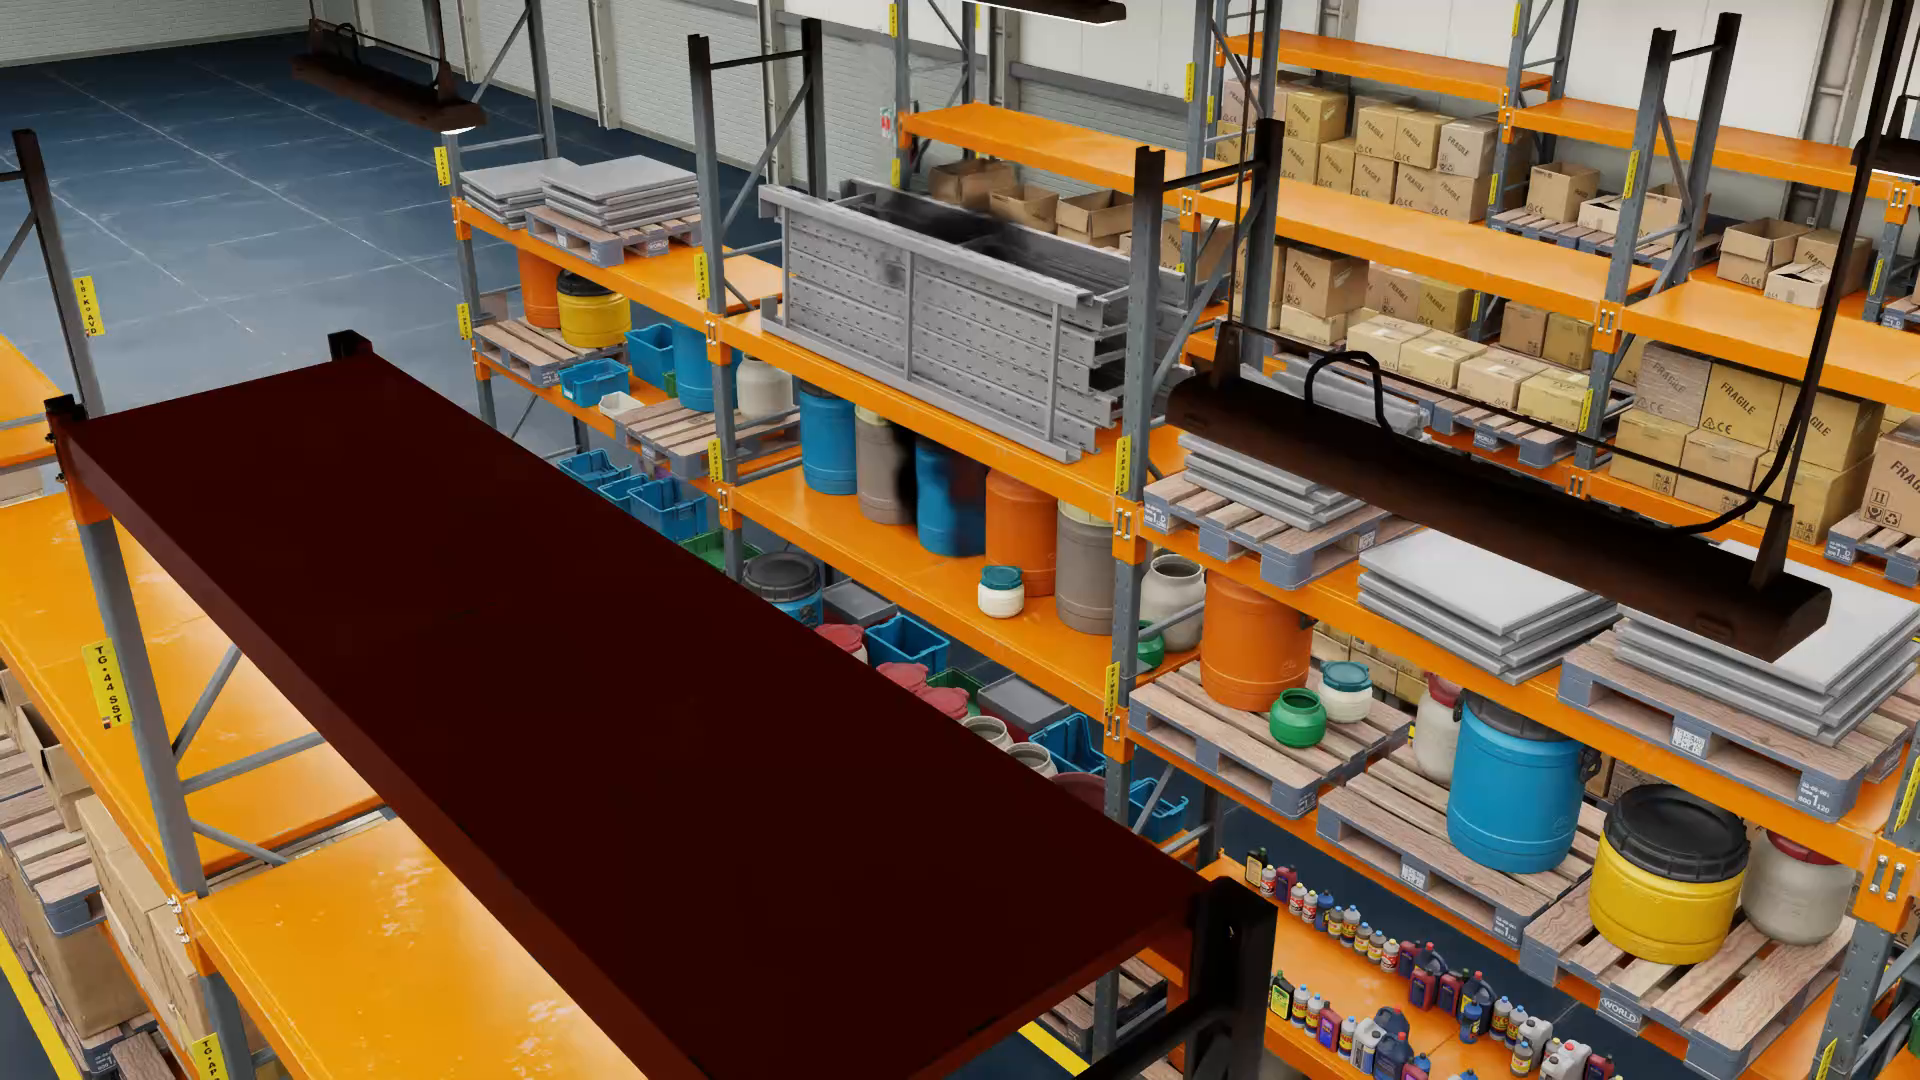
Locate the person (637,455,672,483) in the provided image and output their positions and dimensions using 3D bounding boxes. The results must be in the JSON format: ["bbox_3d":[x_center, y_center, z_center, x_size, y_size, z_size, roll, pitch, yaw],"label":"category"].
[{"bbox_3d":[-3.046,-0.531,16.956,0.501,1.549,0.587,14,30,26],"label":"person"}]
